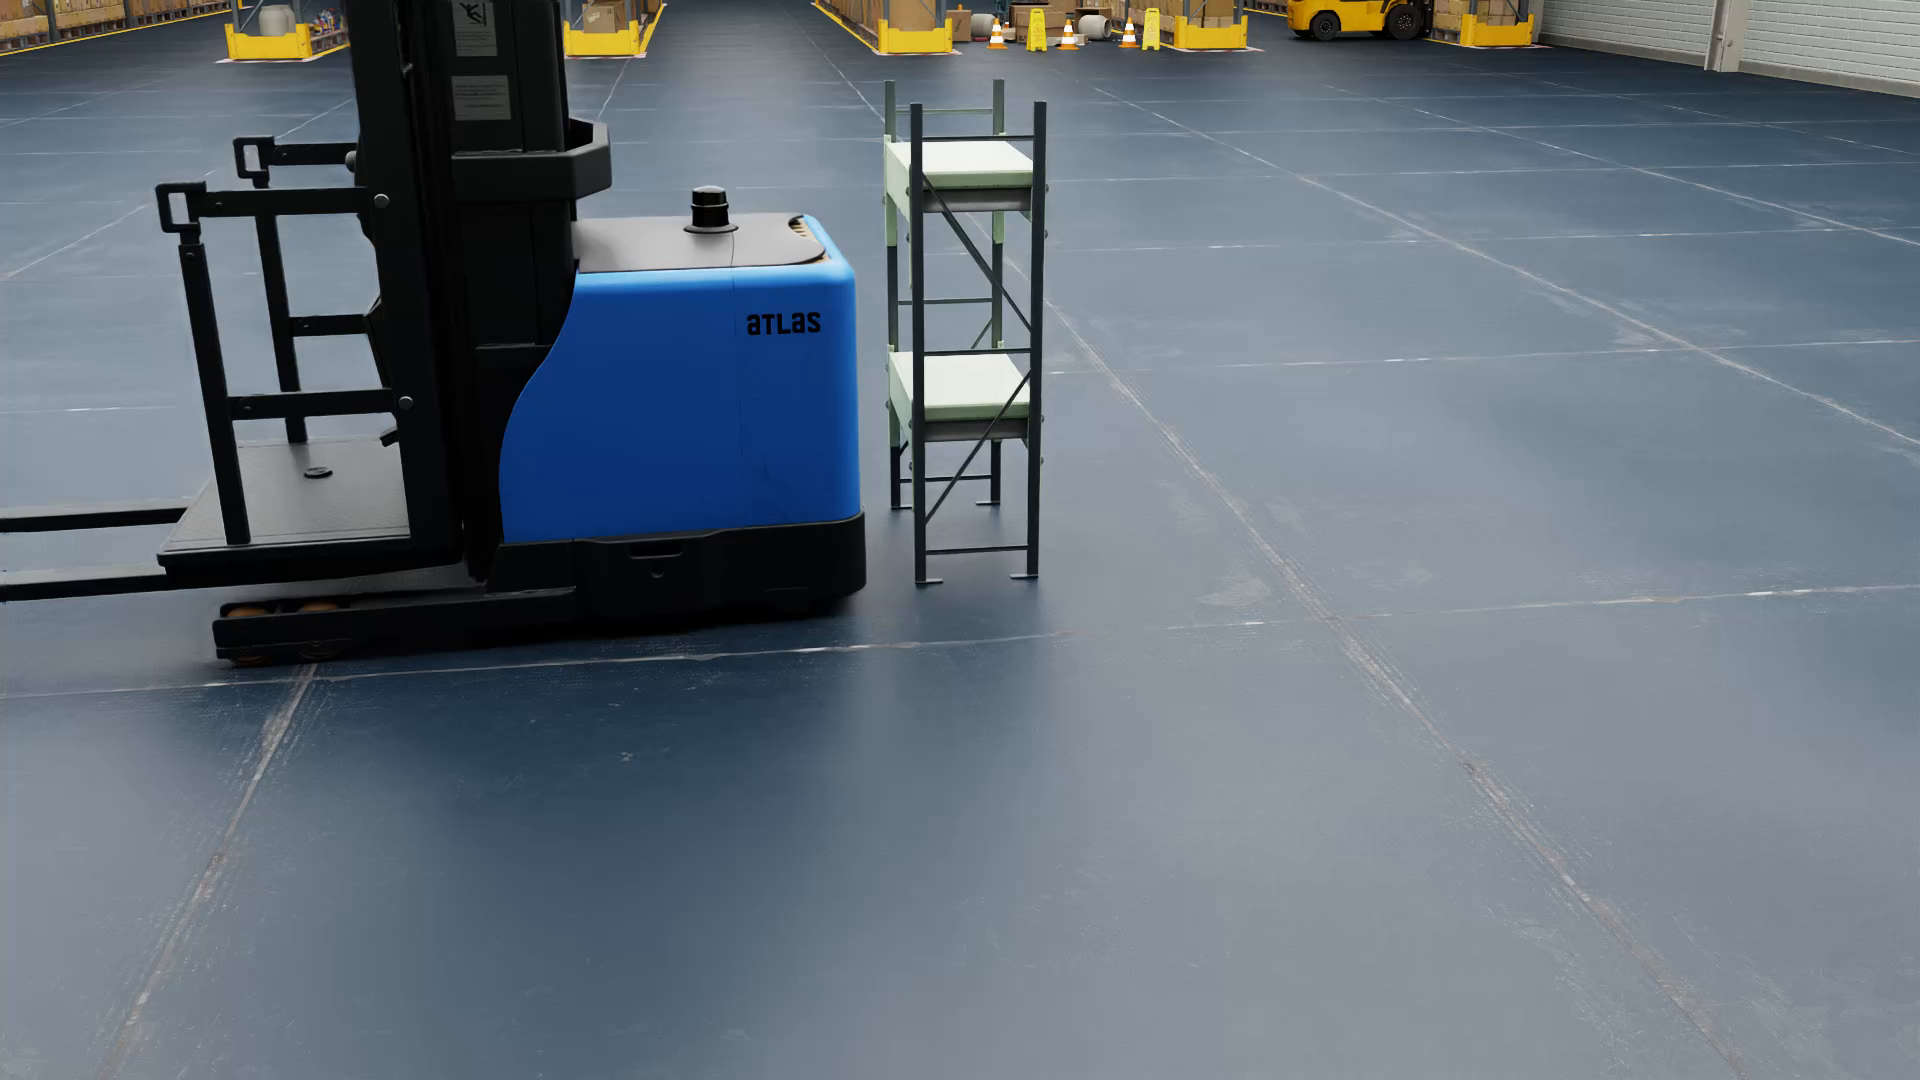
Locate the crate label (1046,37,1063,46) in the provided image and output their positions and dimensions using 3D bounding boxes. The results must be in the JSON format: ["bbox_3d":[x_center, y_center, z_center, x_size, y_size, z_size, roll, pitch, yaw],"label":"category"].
[{"bbox_3d":[1.599,-8.397,28.001,0.250,0.136,0.298,-15,25,-35],"label":"crate label"}]

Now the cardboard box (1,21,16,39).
[{"bbox_3d":[-15.520,-8.185,26.674,0.500,0.250,0.500,-3,21,-8],"label":"cardboard box"}]

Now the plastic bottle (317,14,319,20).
[{"bbox_3d":[-10.756,-8.679,27.919,0.061,0.283,0.133,-3,21,-8],"label":"plastic bottle"}]

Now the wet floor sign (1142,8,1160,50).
[{"bbox_3d":[3.131,-8.336,27.112,0.267,0.644,0.232,4,21,11],"label":"wet floor sign"}]

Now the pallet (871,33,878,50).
[{"bbox_3d":[-0.914,-8.240,27.477,1.003,0.211,1.213,-3,21,-8],"label":"pallet"}]

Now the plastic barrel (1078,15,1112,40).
[{"bbox_3d":[2.366,-8.990,29.182,0.512,0.421,0.421,12,24,30],"label":"plastic barrel"}]

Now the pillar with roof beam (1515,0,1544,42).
[{"bbox_3d":[5.605,-12.690,26.831,9.100,9.000,0.400,-3,21,-8],"label":"pillar with roof beam"}]

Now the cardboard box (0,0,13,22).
[{"bbox_3d":[-15.519,-8.537,26.543,0.500,0.500,0.500,-3,21,-8],"label":"cardboard box"}]

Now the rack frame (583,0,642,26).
[{"bbox_3d":[-6.221,-10.443,29.391,1.000,3.000,0.127,-3,21,-8],"label":"rack frame"}]

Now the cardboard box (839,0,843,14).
[{"bbox_3d":[-1.876,-10.971,33.418,1.050,0.750,0.750,-3,21,-8],"label":"cardboard box"}]

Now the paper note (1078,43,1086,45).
[{"bbox_3d":[2.056,-8.394,28.148,0.148,0.019,0.142,-11,23,-26],"label":"paper note"}]

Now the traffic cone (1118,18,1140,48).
[{"bbox_3d":[2.824,-8.454,27.689,0.336,0.463,0.334,-3,21,-8],"label":"traffic cone"}]

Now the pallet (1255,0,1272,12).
[{"bbox_3d":[7.498,-12.379,38.558,1.003,0.211,1.213,-3,21,-8],"label":"pallet"}]

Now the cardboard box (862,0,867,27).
[{"bbox_3d":[-1.277,-9.639,29.673,0.875,0.875,0.875,-3,21,-7],"label":"cardboard box"}]

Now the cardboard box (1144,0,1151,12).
[{"bbox_3d":[3.565,-9.621,29.446,0.500,0.500,0.500,-2,21,-5],"label":"cardboard box"}]

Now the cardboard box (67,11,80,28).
[{"bbox_3d":[-15.910,-9.183,29.345,0.500,0.250,0.500,-2,21,-6],"label":"cardboard box"}]

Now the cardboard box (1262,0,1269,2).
[{"bbox_3d":[7.277,-12.628,38.212,0.500,0.500,0.500,-3,21,-8],"label":"cardboard box"}]

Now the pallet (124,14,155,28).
[{"bbox_3d":[-16.671,-10.284,32.950,1.003,0.211,1.213,-3,21,-8],"label":"pallet"}]

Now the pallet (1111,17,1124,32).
[{"bbox_3d":[3.472,-9.906,31.938,1.003,0.211,1.213,-3,21,-8],"label":"pallet"}]

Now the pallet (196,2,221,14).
[{"bbox_3d":[-17.455,-12.070,37.731,1.003,0.211,1.213,-3,21,-8],"label":"pallet"}]

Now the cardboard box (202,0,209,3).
[{"bbox_3d":[-17.454,-12.402,37.573,0.797,0.503,0.637,-3,21,-8],"label":"cardboard box"}]

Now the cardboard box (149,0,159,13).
[{"bbox_3d":[-16.532,-10.892,33.536,0.500,0.500,0.500,-3,21,-8],"label":"cardboard box"}]

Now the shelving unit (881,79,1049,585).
[{"bbox_3d":[0.001,-0.700,5.448,0.431,1.500,0.755,-3,21,-8],"label":"shelving unit"}]

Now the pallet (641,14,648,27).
[{"bbox_3d":[-6.686,-10.251,32.862,1.003,0.211,1.213,-3,21,-8],"label":"pallet"}]

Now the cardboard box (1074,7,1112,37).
[{"bbox_3d":[2.393,-9.334,29.989,0.500,0.500,0.500,12,24,29],"label":"cardboard box"}]

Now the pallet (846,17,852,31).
[{"bbox_3d":[-1.663,-10.039,32.293,1.003,0.211,1.213,-3,21,-8],"label":"pallet"}]

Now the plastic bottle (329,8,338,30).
[{"bbox_3d":[-10.717,-8.884,28.372,0.144,0.351,0.185,-4,21,-10],"label":"plastic bottle"}]

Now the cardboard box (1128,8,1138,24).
[{"bbox_3d":[3.403,-9.634,30.553,0.500,0.250,0.500,-4,21,-10],"label":"cardboard box"}]

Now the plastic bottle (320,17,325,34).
[{"bbox_3d":[-10.548,-8.499,27.455,0.097,0.271,0.097,0,20,0],"label":"plastic bottle"}]

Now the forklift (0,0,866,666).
[{"bbox_3d":[-1.861,-1.216,4.782,3.031,2.935,1.130,-4,21,-11],"label":"forklift"}]

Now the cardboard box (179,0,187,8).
[{"bbox_3d":[-16.823,-11.594,35.414,0.500,0.500,0.500,-3,21,-8],"label":"cardboard box"}]

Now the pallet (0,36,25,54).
[{"bbox_3d":[-15.772,-7.938,26.668,1.003,0.211,1.213,-3,21,-8],"label":"pallet"}]

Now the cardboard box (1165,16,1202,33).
[{"bbox_3d":[3.776,-8.742,28.164,0.500,0.250,0.500,-3,21,-8],"label":"cardboard box"}]

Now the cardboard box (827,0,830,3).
[{"bbox_3d":[-2.845,-12.408,38.126,0.380,0.149,0.250,-3,21,-7],"label":"cardboard box"}]

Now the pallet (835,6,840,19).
[{"bbox_3d":[-2.159,-11.429,36.016,1.003,0.211,1.213,-3,21,-8],"label":"pallet"}]

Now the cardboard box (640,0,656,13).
[{"bbox_3d":[-6.876,-11.270,34.040,1.225,0.875,0.875,-4,21,-10],"label":"cardboard box"}]

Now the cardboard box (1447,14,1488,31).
[{"bbox_3d":[8.693,-8.865,28.495,0.500,0.250,0.500,-3,21,-7],"label":"cardboard box"}]

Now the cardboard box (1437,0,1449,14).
[{"bbox_3d":[8.632,-9.280,28.890,0.500,0.250,0.500,-3,21,-8],"label":"cardboard box"}]

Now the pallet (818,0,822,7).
[{"bbox_3d":[-2.935,-13.198,40.750,1.003,0.211,1.213,-3,21,-8],"label":"pallet"}]

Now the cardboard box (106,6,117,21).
[{"bbox_3d":[-16.206,-9.891,31.240,0.500,0.250,0.500,-3,21,-8],"label":"cardboard box"}]

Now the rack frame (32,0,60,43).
[{"bbox_3d":[-16.024,-9.945,28.056,1.000,3.000,0.127,-3,21,-8],"label":"rack frame"}]

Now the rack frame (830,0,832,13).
[{"bbox_3d":[-2.451,-13.429,37.383,1.000,3.000,0.127,-3,21,-8],"label":"rack frame"}]

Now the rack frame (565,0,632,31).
[{"bbox_3d":[-5.644,-9.059,25.683,1.000,3.000,0.127,-3,21,-8],"label":"rack frame"}]

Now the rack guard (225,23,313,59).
[{"bbox_3d":[-10.603,-7.662,25.515,1.175,0.500,0.348,-3,21,-8],"label":"rack guard"}]

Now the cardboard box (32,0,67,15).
[{"bbox_3d":[-15.837,-9.272,28.783,0.500,0.311,0.500,-3,21,-8],"label":"cardboard box"}]

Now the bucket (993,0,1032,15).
[{"bbox_3d":[1.003,-9.906,30.459,0.726,0.611,0.620,4,11,11],"label":"bucket"}]

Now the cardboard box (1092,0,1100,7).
[{"bbox_3d":[3.195,-10.843,33.615,0.950,0.372,0.625,-3,21,-9],"label":"cardboard box"}]

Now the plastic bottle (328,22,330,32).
[{"bbox_3d":[-10.606,-8.606,27.842,0.097,0.201,0.097,0,20,0],"label":"plastic bottle"}]

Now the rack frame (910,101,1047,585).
[{"bbox_3d":[0.054,-0.574,5.108,0.400,1.500,0.023,-3,21,-8],"label":"rack frame"}]

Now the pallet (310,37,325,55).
[{"bbox_3d":[-10.715,-7.808,26.320,1.003,0.211,1.213,-3,21,-8],"label":"pallet"}]

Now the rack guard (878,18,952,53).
[{"bbox_3d":[-0.718,-8.094,26.674,1.175,0.500,0.348,-3,21,-8],"label":"rack guard"}]

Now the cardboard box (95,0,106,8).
[{"bbox_3d":[-16.130,-9.978,30.672,0.500,0.311,0.500,-3,21,-8],"label":"cardboard box"}]

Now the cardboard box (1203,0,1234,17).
[{"bbox_3d":[4.315,-9.120,28.104,0.500,0.500,0.500,-4,21,-10],"label":"cardboard box"}]

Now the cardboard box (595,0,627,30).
[{"bbox_3d":[-5.946,-8.920,28.283,0.500,0.500,0.500,-5,21,-13],"label":"cardboard box"}]

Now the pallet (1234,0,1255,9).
[{"bbox_3d":[7.246,-12.896,39.943,1.003,0.211,1.213,-3,21,-8],"label":"pallet"}]
